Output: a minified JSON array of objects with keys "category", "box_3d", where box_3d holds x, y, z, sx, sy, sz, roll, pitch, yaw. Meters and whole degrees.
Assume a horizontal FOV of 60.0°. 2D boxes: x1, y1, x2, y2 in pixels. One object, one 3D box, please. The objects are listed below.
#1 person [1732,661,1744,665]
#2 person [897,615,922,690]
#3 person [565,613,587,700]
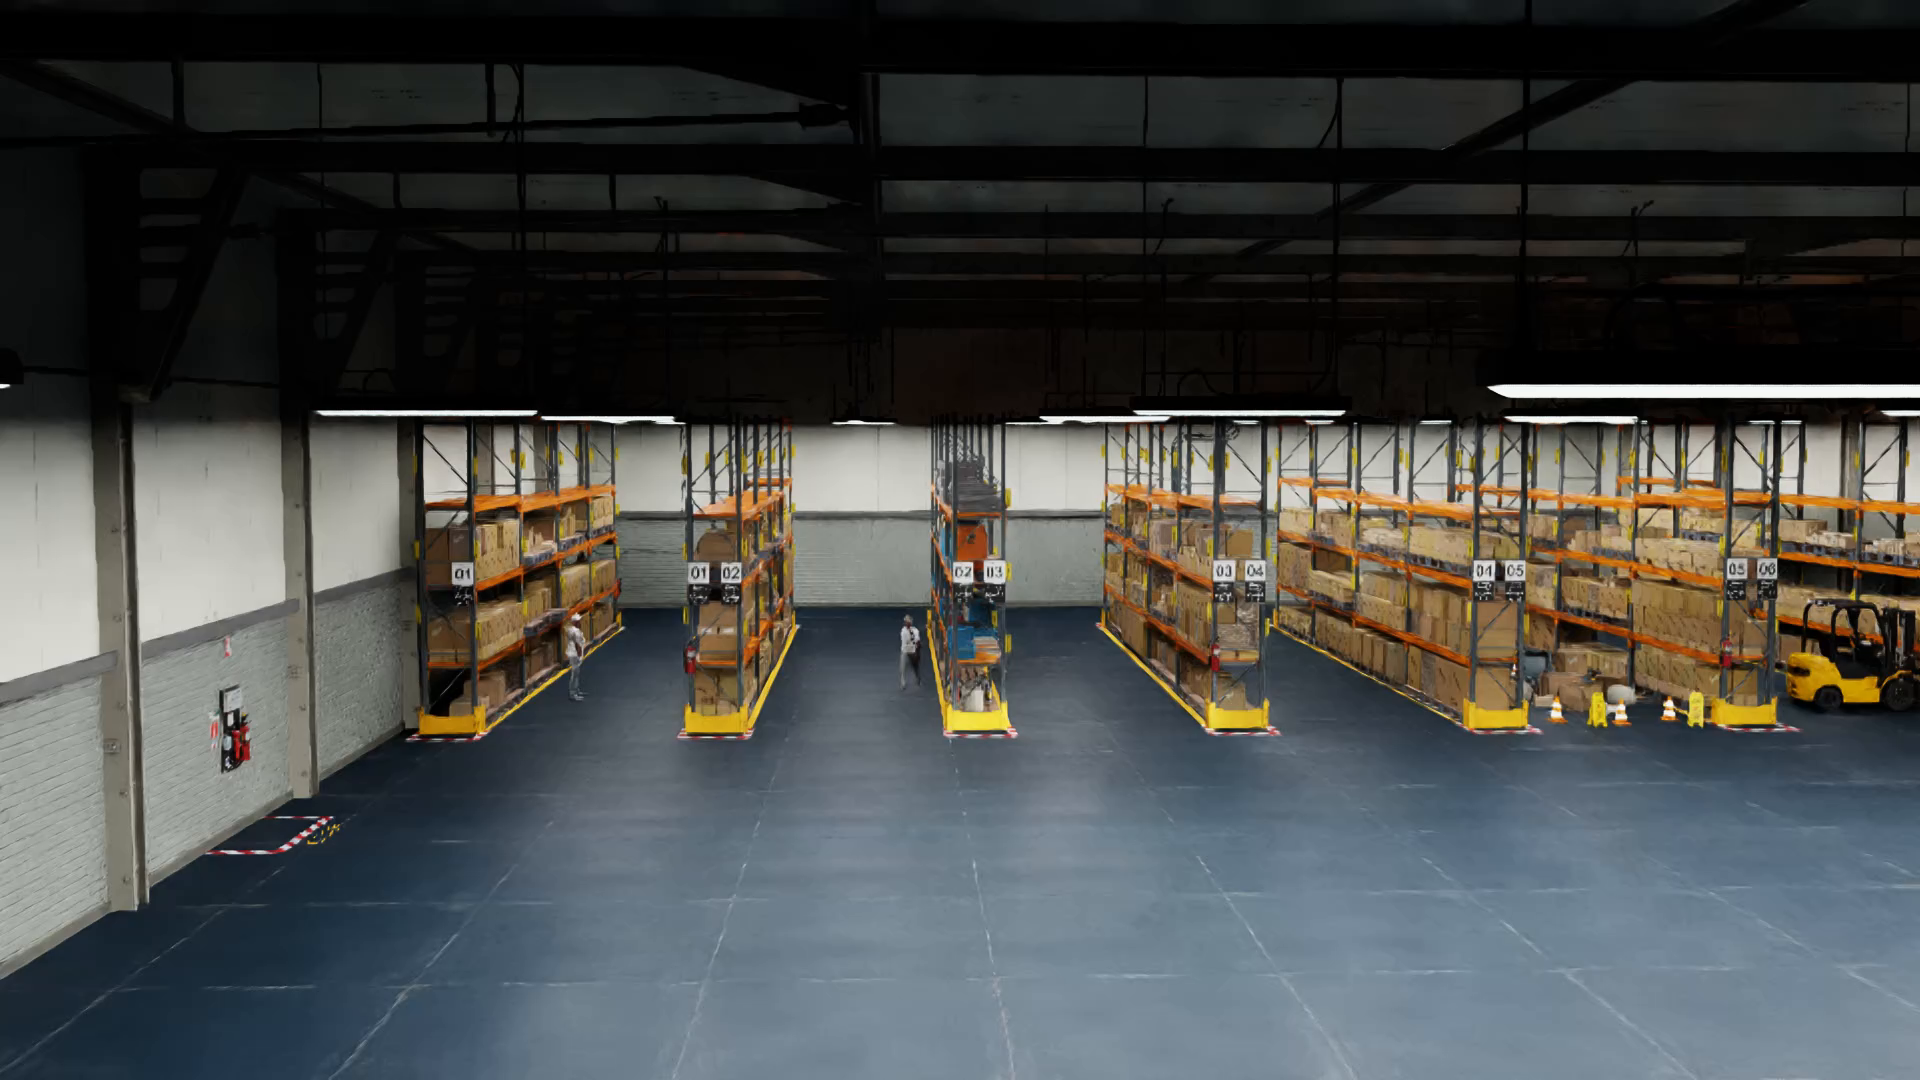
[{"category":"person","box_3d":[16.671,2.450,35.668,0.469,1.674,0.497,-3,5,-34]},{"category":"person","box_3d":[-1.071,2.429,36.304,0.474,1.629,0.908,1,4,15]},{"category":"person","box_3d":[-8.041,2.431,34.969,0.477,1.789,0.634,-2,4,-28]}]
